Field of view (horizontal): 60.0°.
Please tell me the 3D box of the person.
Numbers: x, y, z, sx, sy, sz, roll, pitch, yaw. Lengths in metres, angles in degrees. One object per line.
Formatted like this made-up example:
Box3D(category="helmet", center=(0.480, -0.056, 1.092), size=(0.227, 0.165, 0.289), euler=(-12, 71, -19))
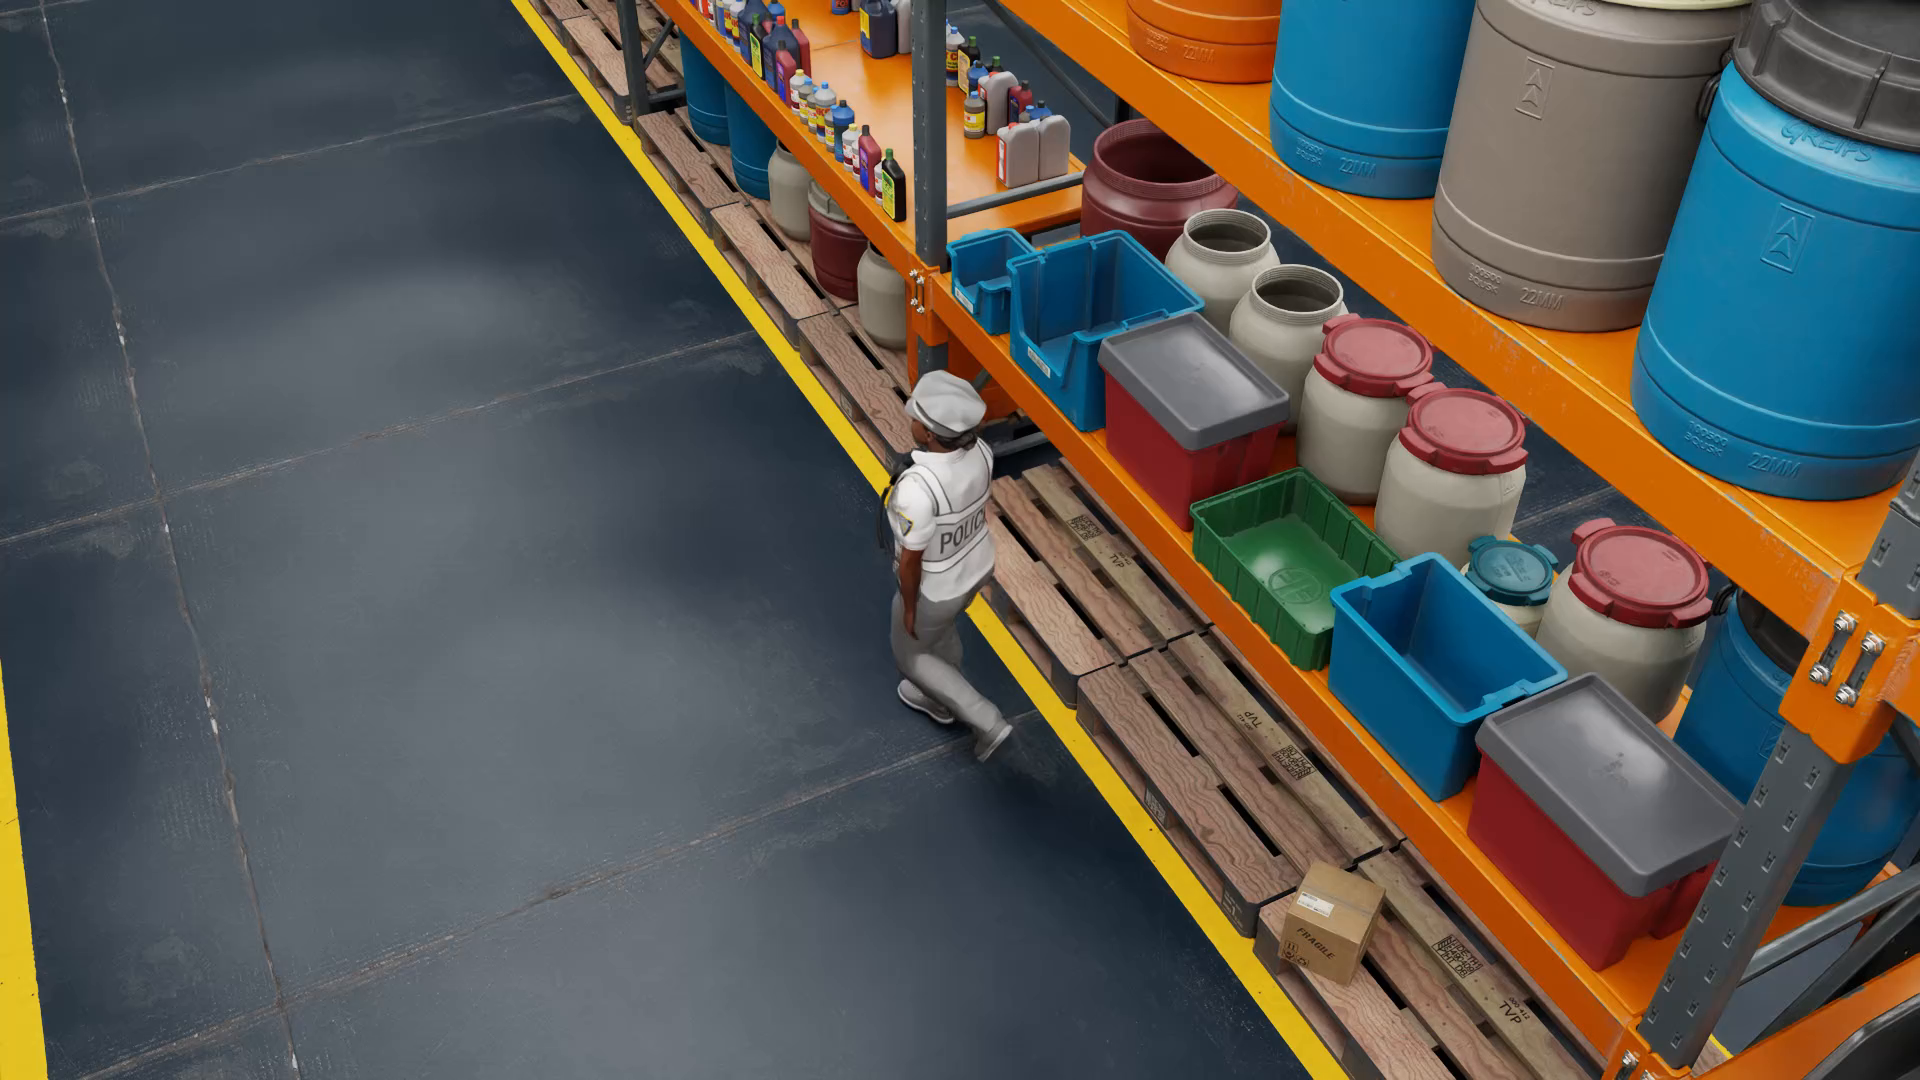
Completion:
Box3D(category="person", center=(-0.035, 0.137, 5.968), size=(0.632, 1.669, 0.457), euler=(28, 49, 28))
